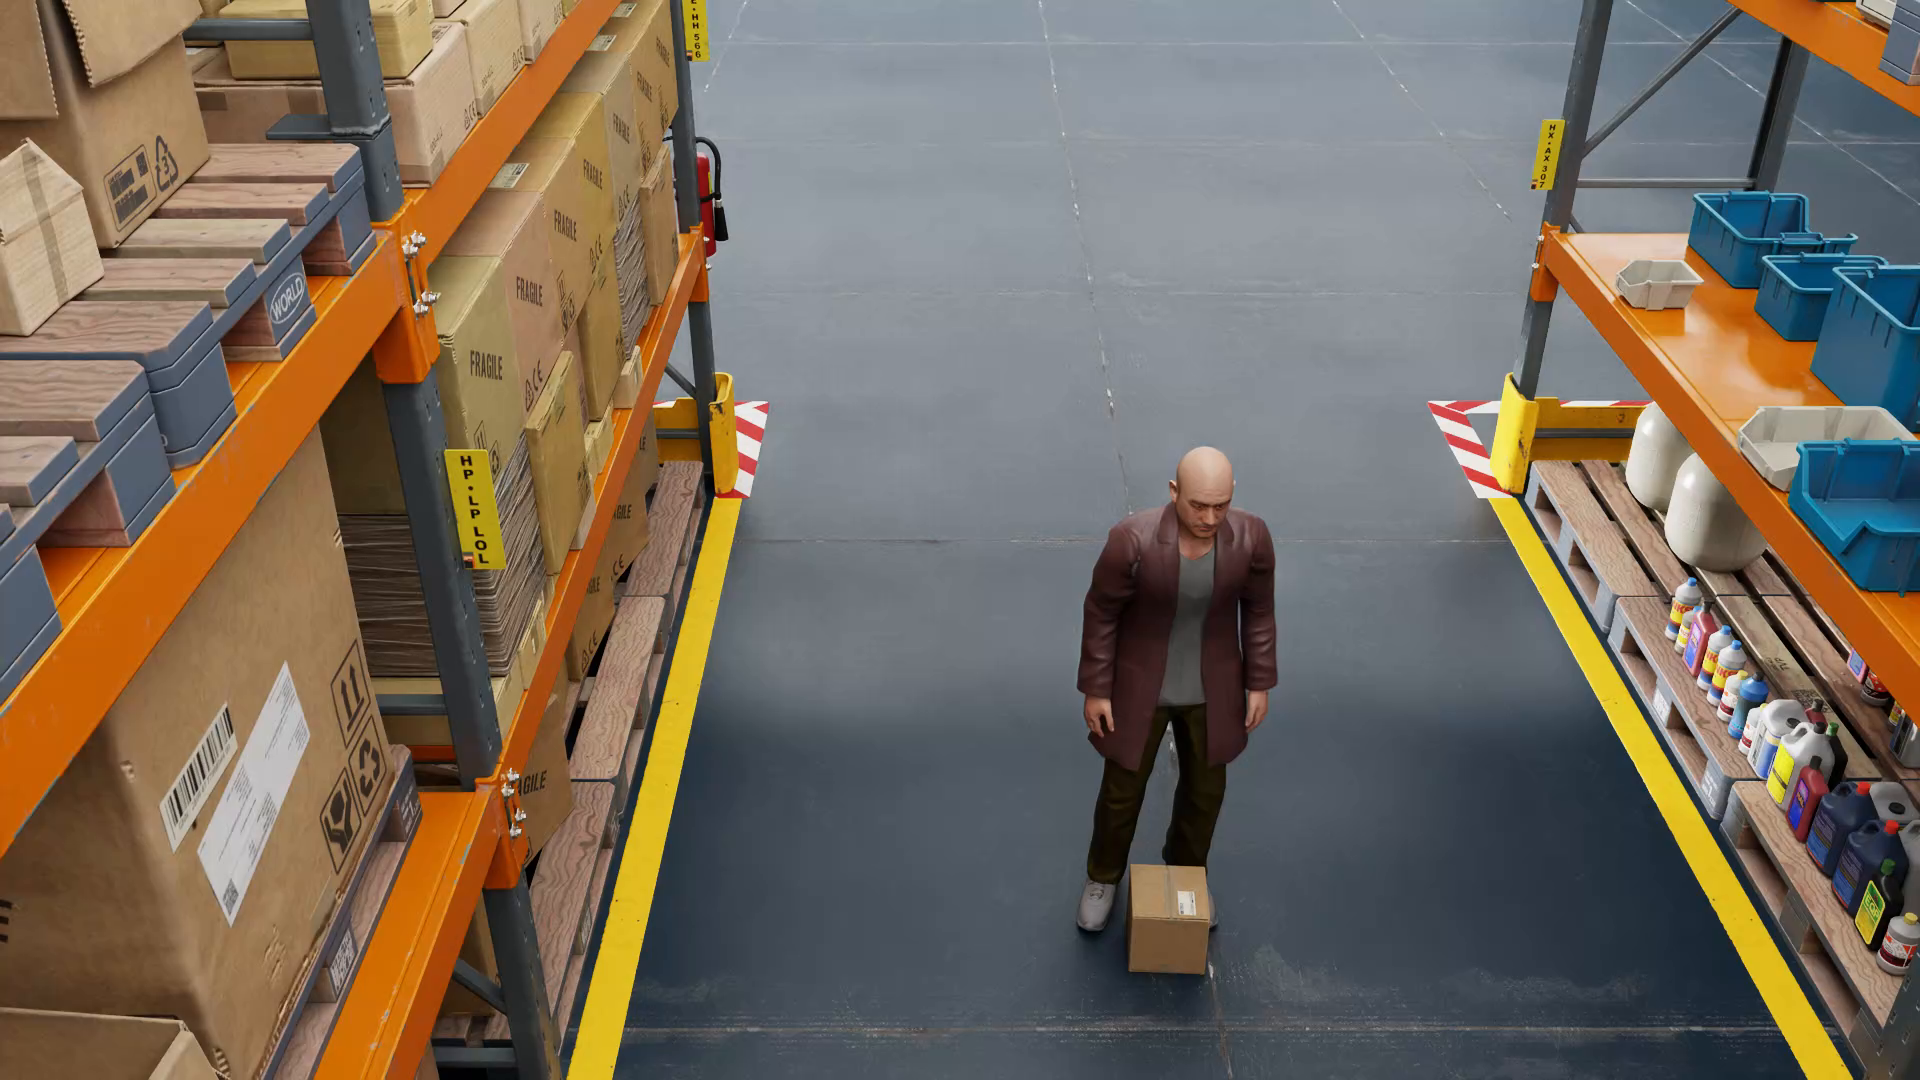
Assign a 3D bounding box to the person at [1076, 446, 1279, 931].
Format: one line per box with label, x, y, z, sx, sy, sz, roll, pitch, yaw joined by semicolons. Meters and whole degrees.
person;0.699;0.479;5.355;0.653;1.774;0.423;-2;31;-3
